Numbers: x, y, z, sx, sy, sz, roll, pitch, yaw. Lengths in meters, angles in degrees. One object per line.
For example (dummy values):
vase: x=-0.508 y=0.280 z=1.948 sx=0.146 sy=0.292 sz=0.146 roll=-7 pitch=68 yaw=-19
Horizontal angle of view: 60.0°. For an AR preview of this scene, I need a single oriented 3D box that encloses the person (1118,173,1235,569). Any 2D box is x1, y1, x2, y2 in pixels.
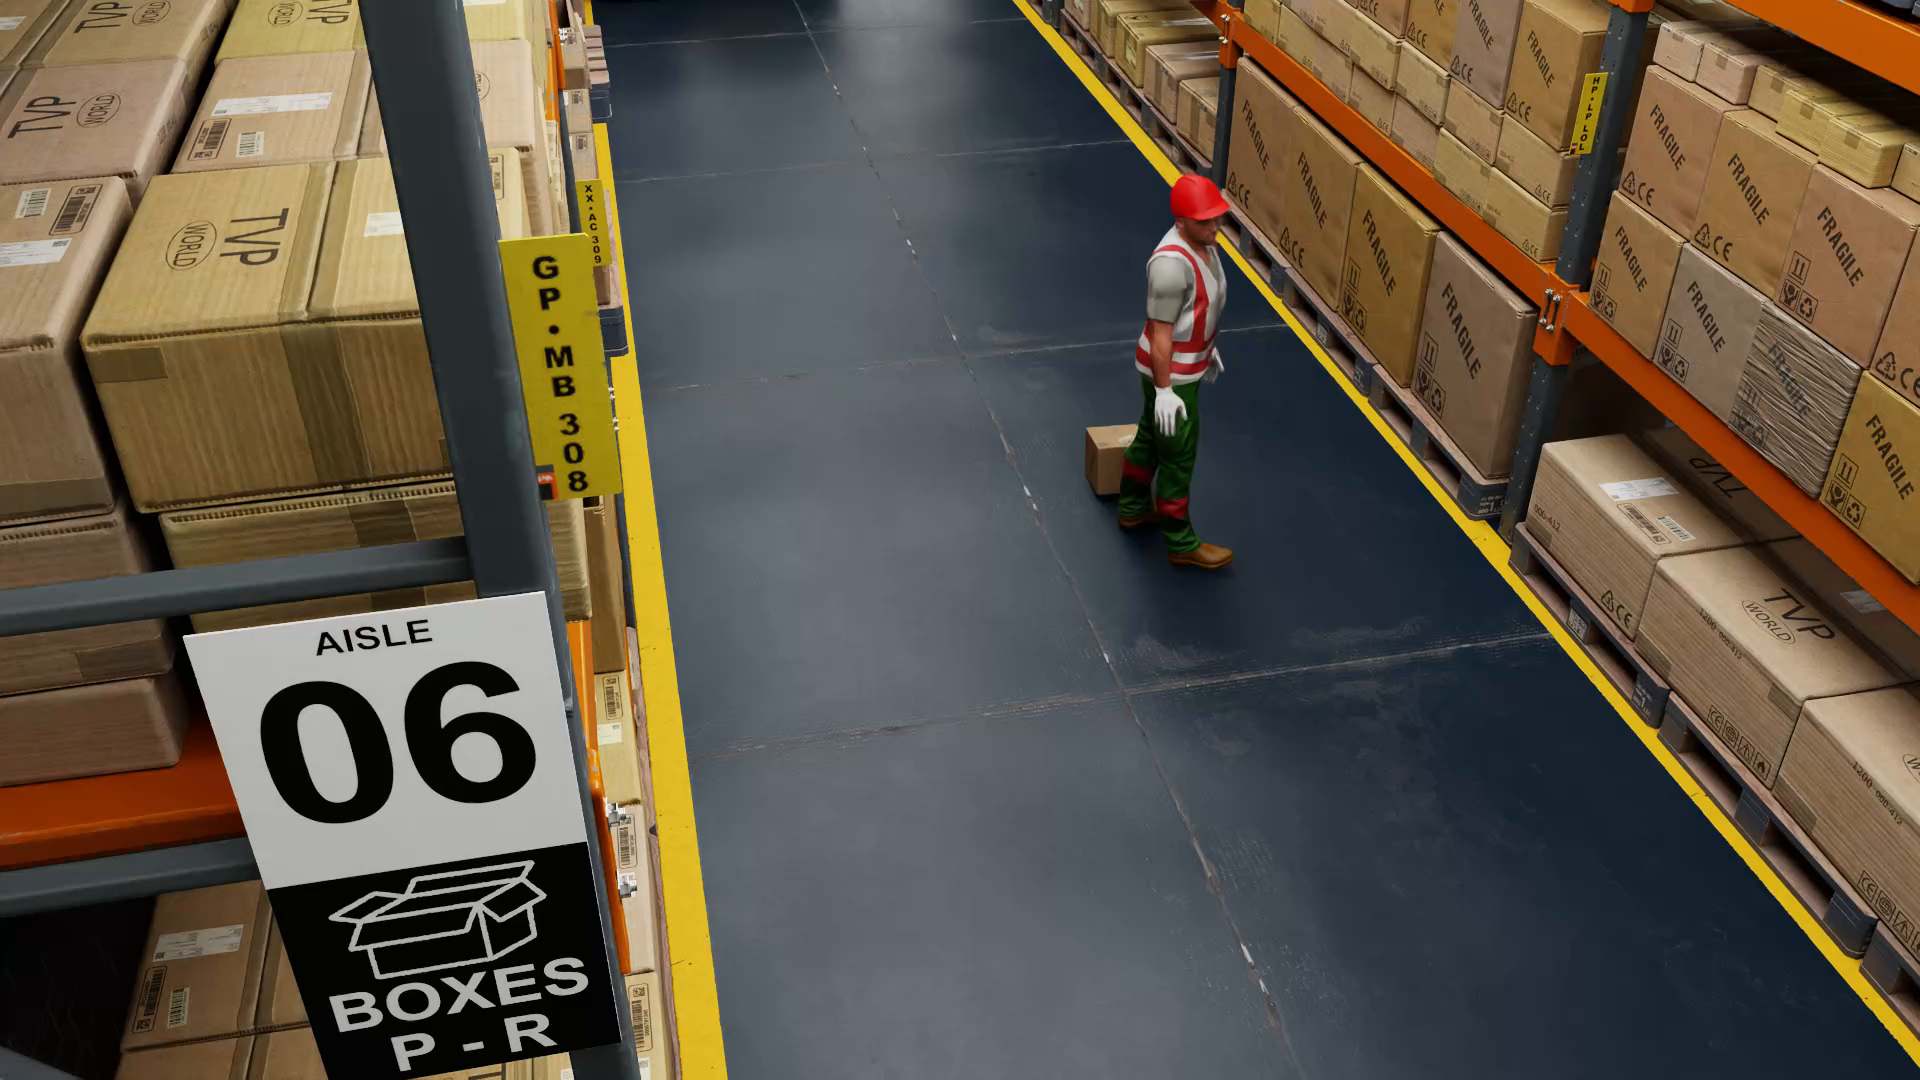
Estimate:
person: x=0.978 y=-0.708 z=7.127 sx=0.589 sy=1.785 sz=0.633 roll=10 pitch=35 yaw=15
